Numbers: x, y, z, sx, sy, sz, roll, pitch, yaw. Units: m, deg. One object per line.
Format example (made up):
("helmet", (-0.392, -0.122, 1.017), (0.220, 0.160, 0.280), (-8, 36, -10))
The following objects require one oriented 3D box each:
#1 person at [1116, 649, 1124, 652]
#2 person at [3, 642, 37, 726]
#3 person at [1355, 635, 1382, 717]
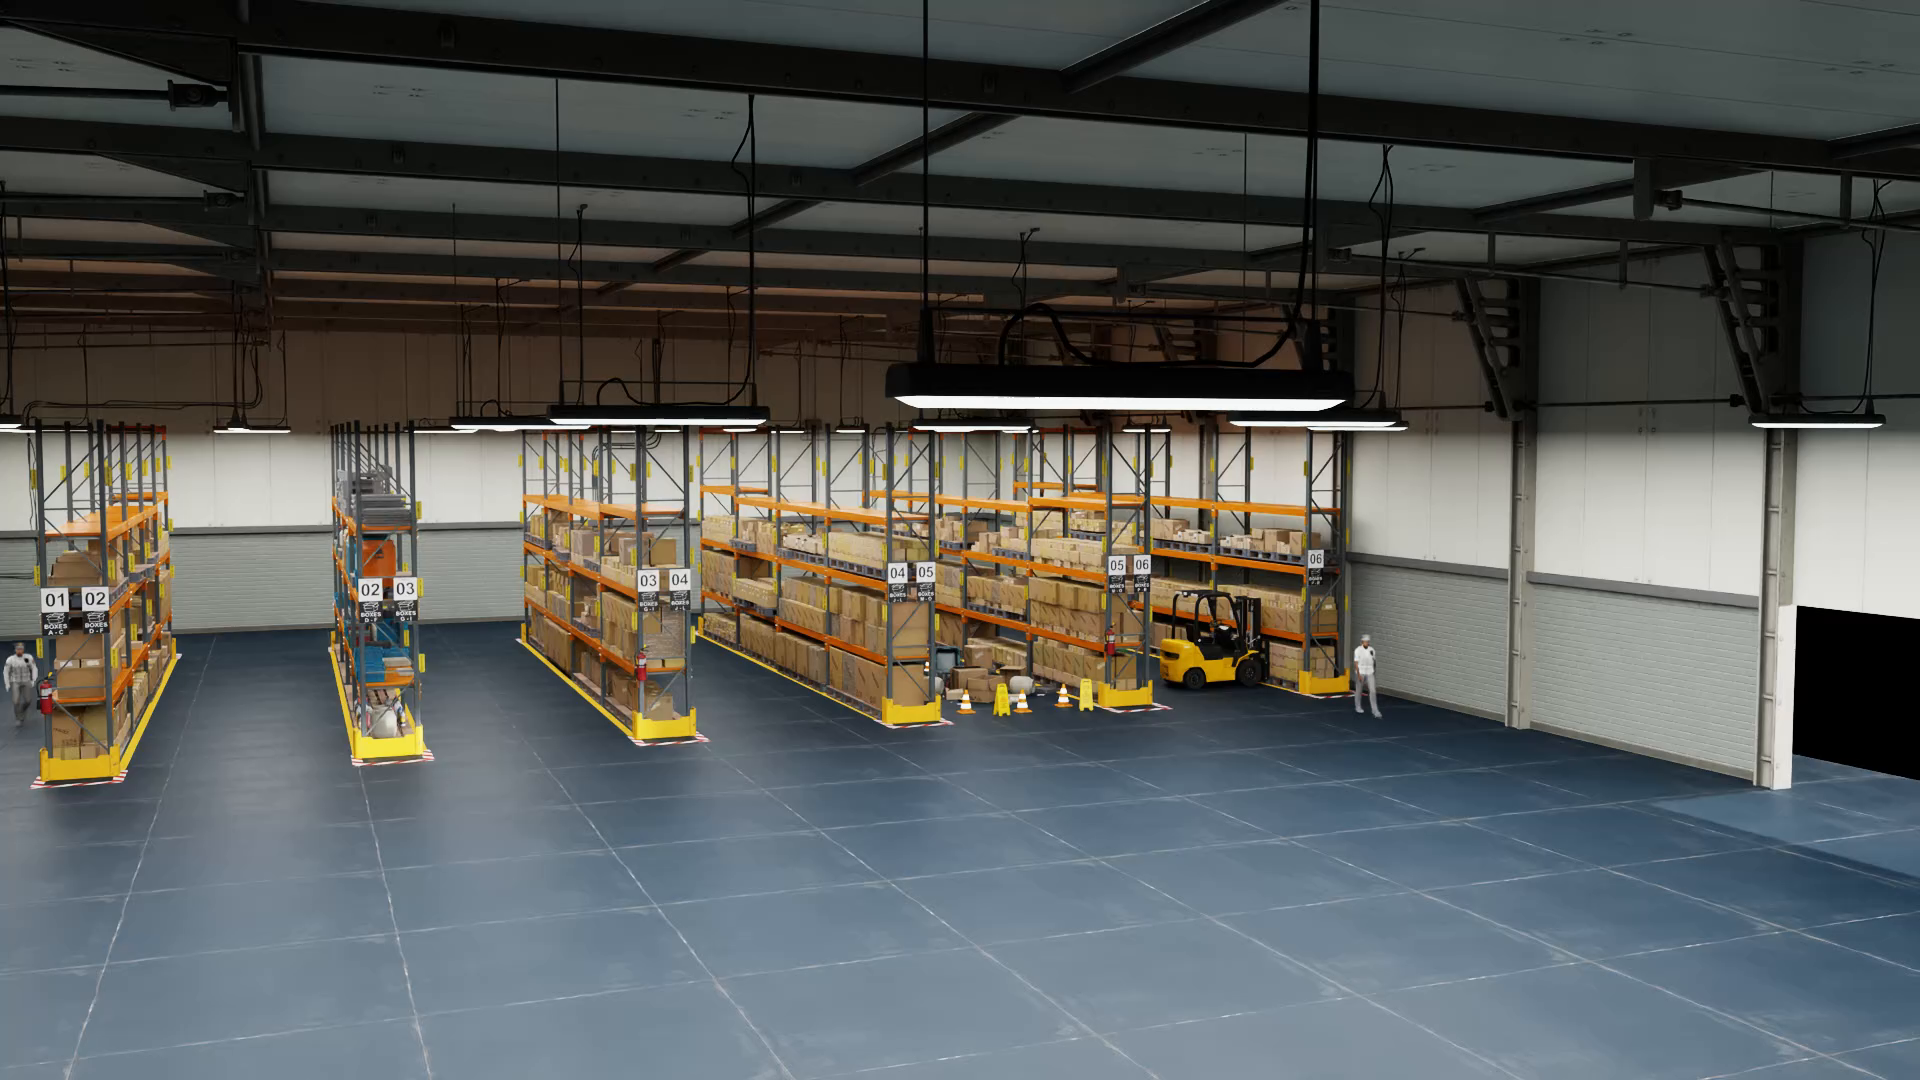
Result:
("person", (3.715, 2.421, 39.516), (0.659, 1.682, 0.793), (-1, 4, -20))
("person", (-18.692, 2.840, 33.080), (0.583, 1.659, 0.529), (-2, 4, -31))
("person", (8.328, 2.751, 34.038), (0.491, 1.639, 0.908), (0, 4, 2))
